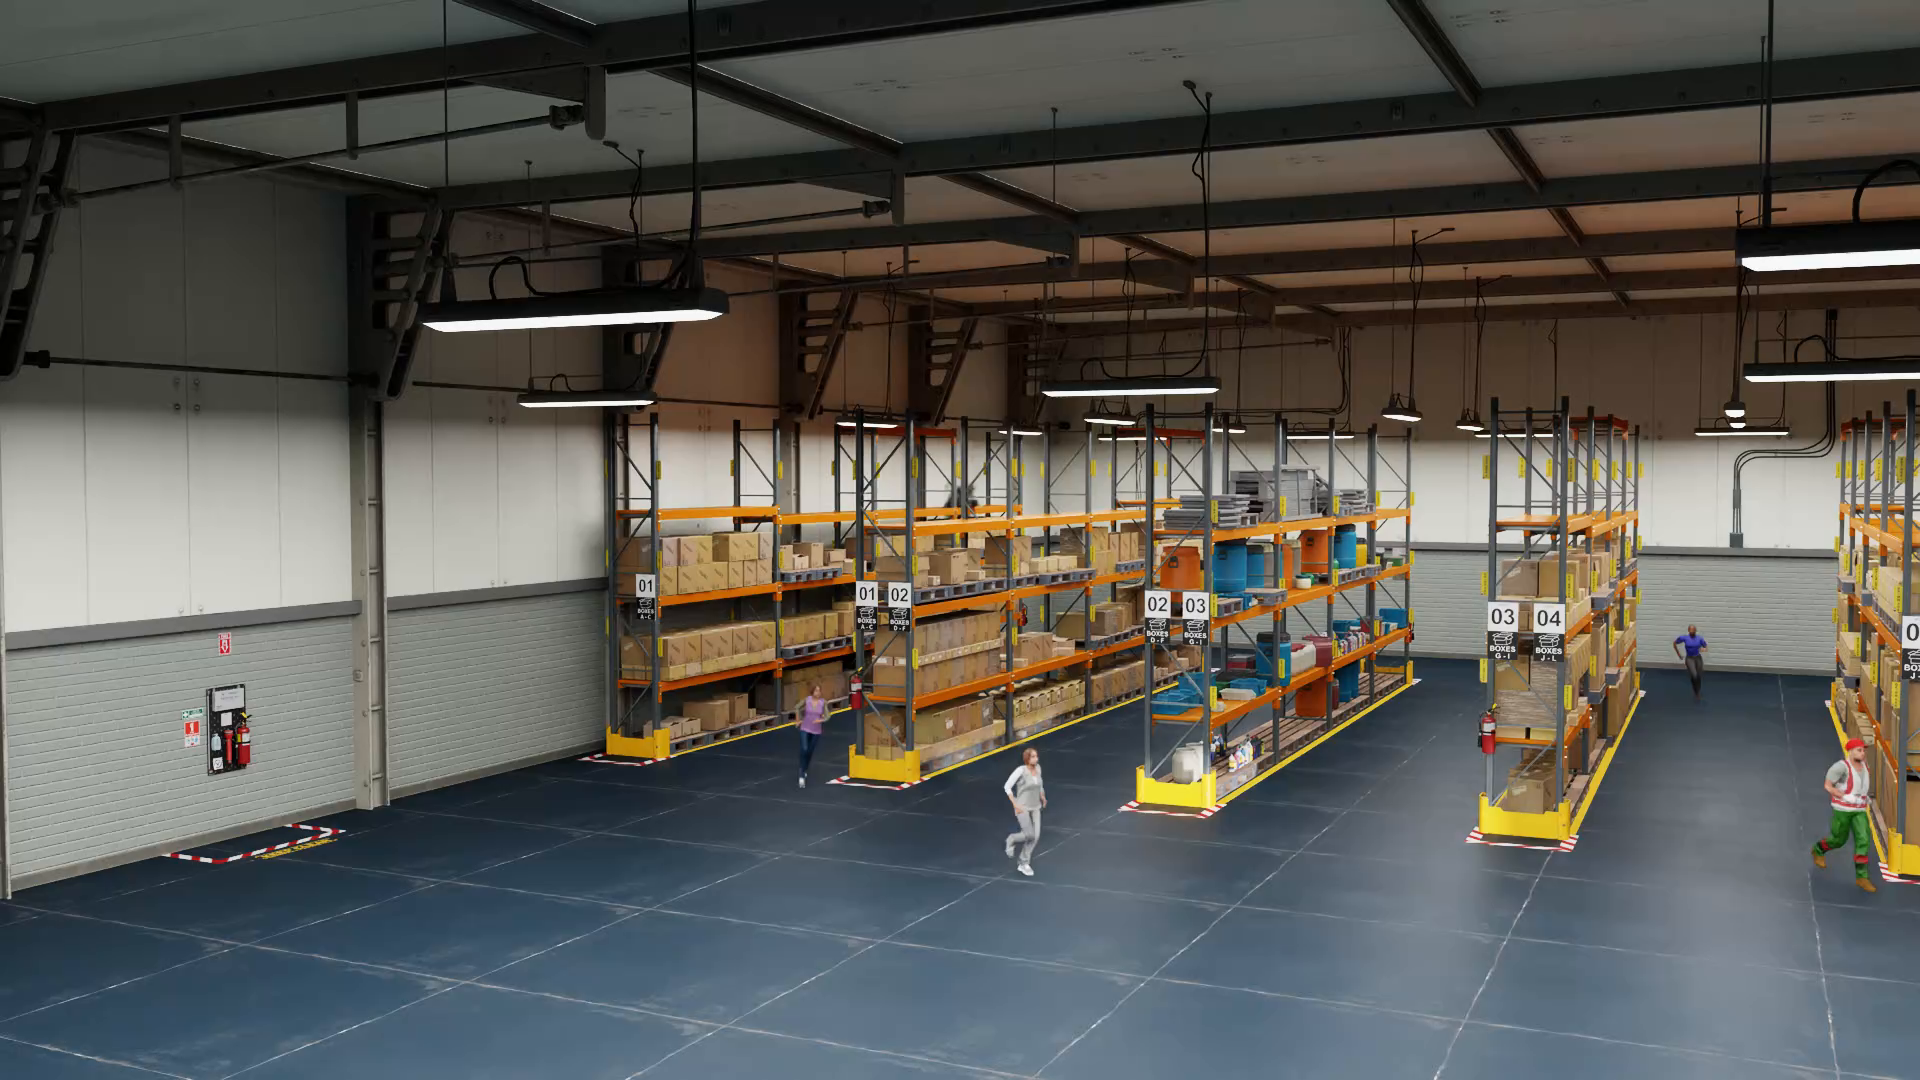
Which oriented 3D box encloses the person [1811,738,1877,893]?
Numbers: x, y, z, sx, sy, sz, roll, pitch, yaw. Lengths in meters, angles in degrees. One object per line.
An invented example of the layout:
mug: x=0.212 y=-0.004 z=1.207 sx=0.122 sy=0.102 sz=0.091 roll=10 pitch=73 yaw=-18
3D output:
person: x=10.725 y=3.263 z=20.099 sx=0.685 sy=1.771 sz=1.035 roll=-1 pitch=2 yaw=-15

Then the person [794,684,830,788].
person: x=-2.358 y=3.110 z=26.637 sx=0.548 sy=1.579 sz=0.785 roll=-1 pitch=2 yaw=-13

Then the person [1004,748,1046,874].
person: x=0.814 y=3.360 z=20.751 sx=0.555 sy=1.561 sz=0.531 roll=-2 pitch=3 yaw=-38

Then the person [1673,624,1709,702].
person: x=15.919 y=2.668 z=36.183 sx=0.671 sy=1.683 sz=0.675 roll=0 pitch=2 yaw=5
